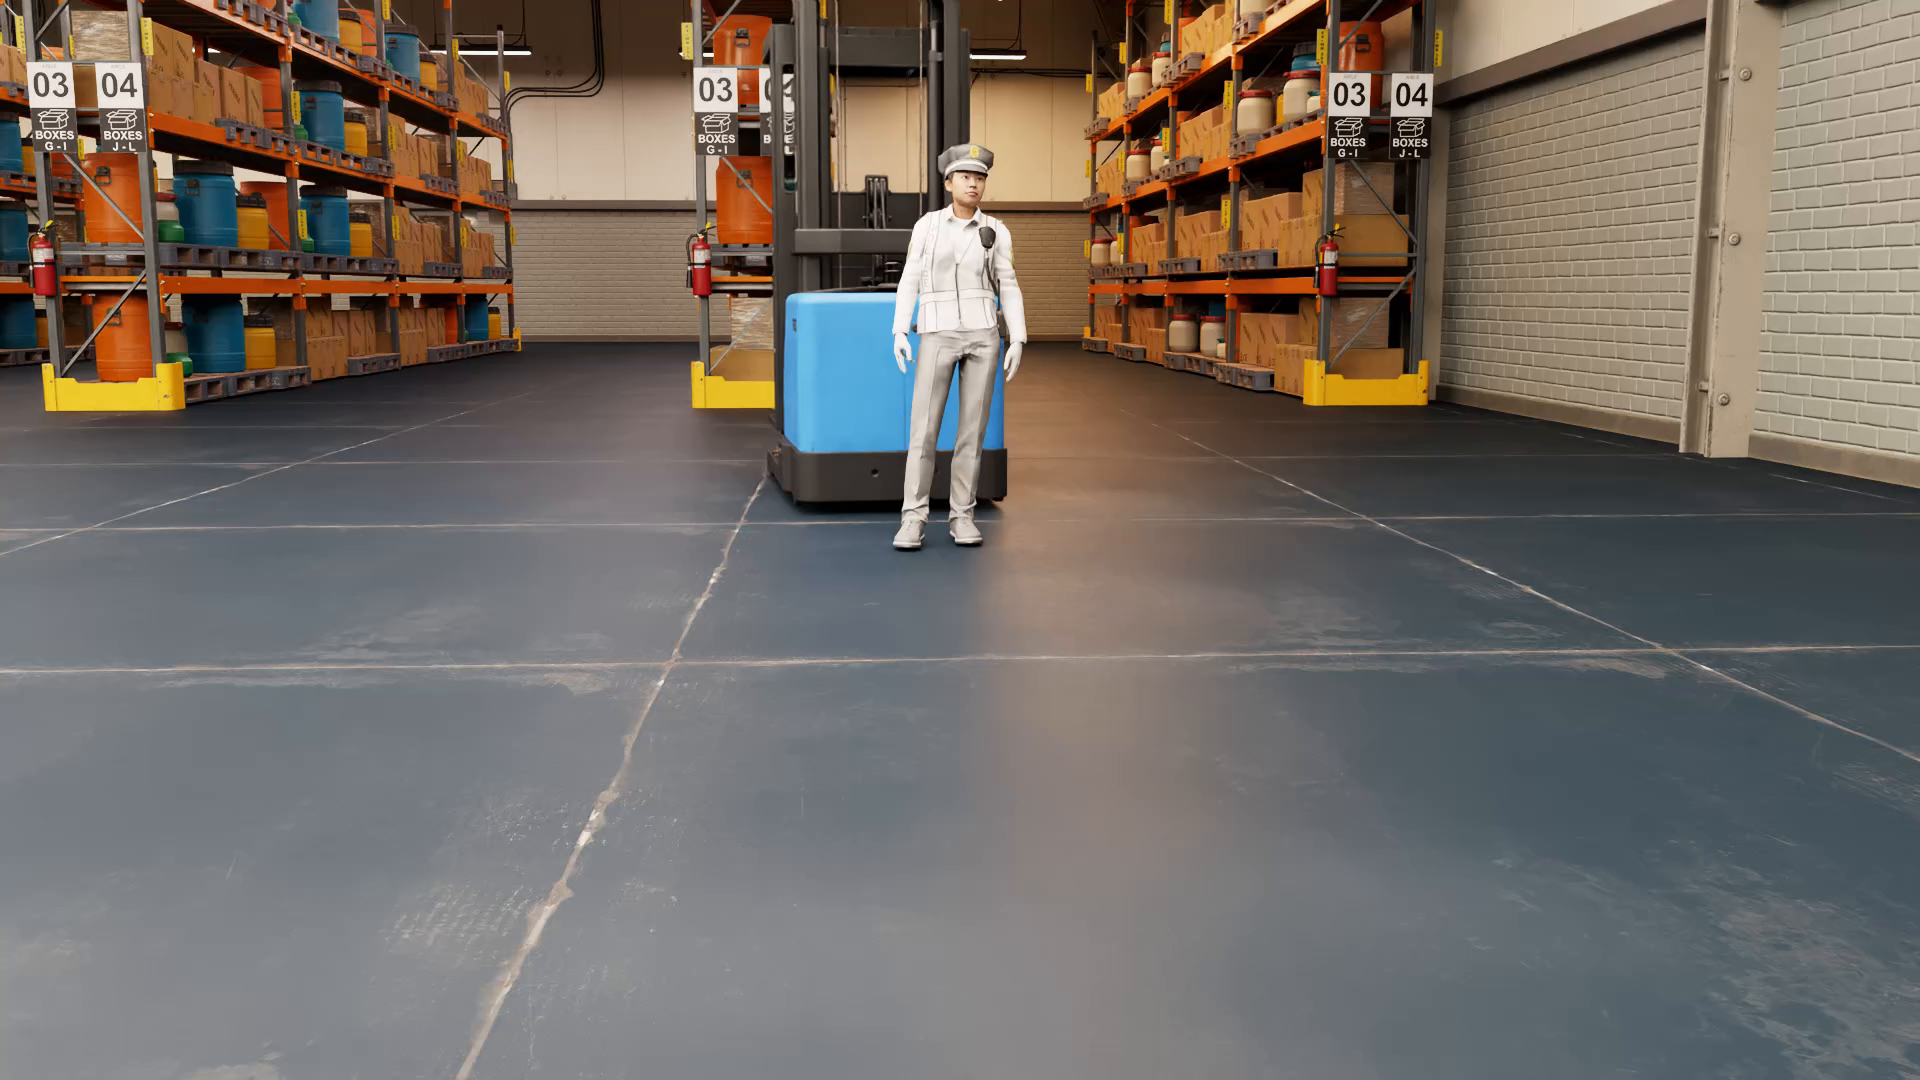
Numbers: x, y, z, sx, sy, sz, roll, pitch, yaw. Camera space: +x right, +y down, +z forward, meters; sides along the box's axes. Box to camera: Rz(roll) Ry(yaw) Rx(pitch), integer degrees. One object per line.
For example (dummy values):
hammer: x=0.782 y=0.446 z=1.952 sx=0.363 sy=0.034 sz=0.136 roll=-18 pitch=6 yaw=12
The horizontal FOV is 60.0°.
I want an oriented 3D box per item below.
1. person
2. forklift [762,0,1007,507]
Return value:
person: x=-0.002 y=-0.835 z=7.116 sx=0.587 sy=1.695 sz=0.531 roll=-1 pitch=8 yaw=-4
forklift: x=-0.531 y=-1.793 z=9.405 sx=1.130 sy=2.935 sz=3.031 roll=-1 pitch=9 yaw=-10
